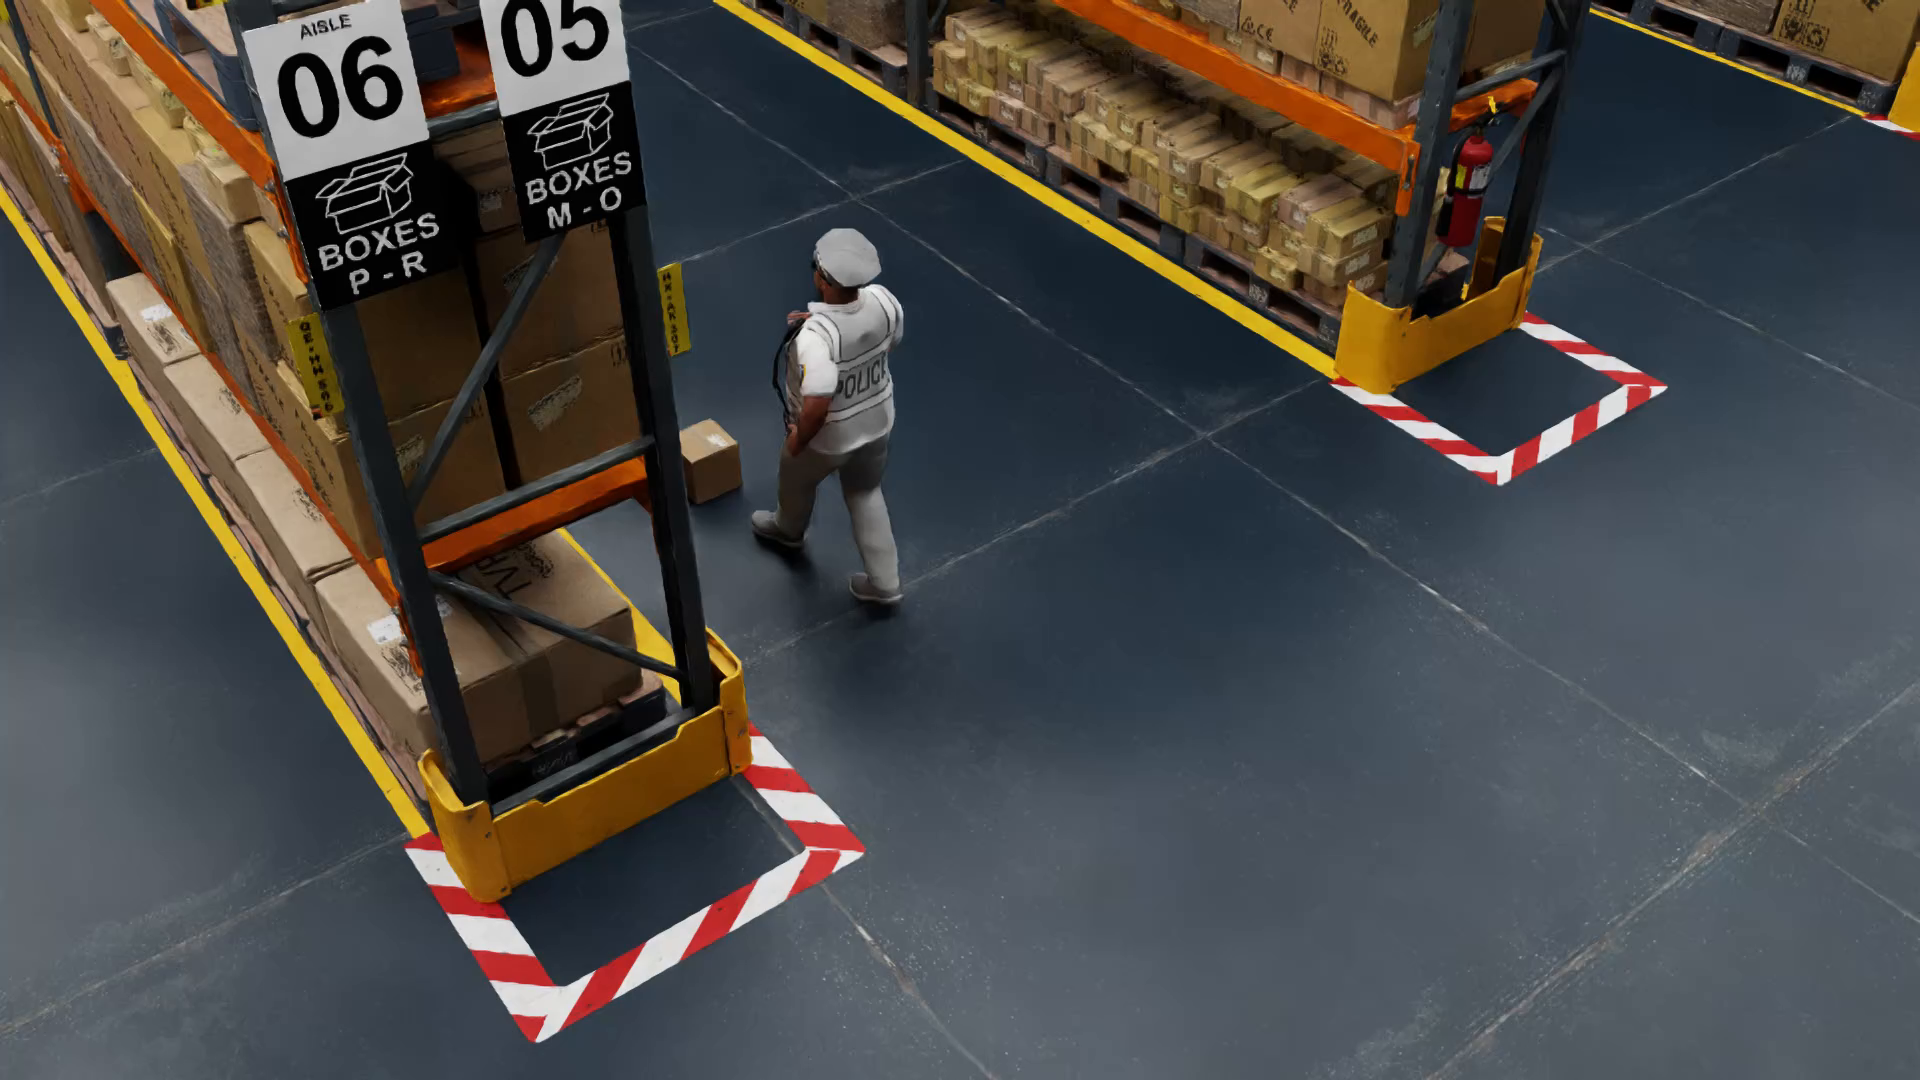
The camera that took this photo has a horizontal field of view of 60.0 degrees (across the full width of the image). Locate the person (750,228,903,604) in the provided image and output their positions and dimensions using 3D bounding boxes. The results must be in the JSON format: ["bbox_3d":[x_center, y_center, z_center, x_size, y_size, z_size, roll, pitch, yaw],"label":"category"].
[{"bbox_3d":[-0.554,-0.564,6.800,0.592,1.757,0.922,-24,46,-26],"label":"person"}]
